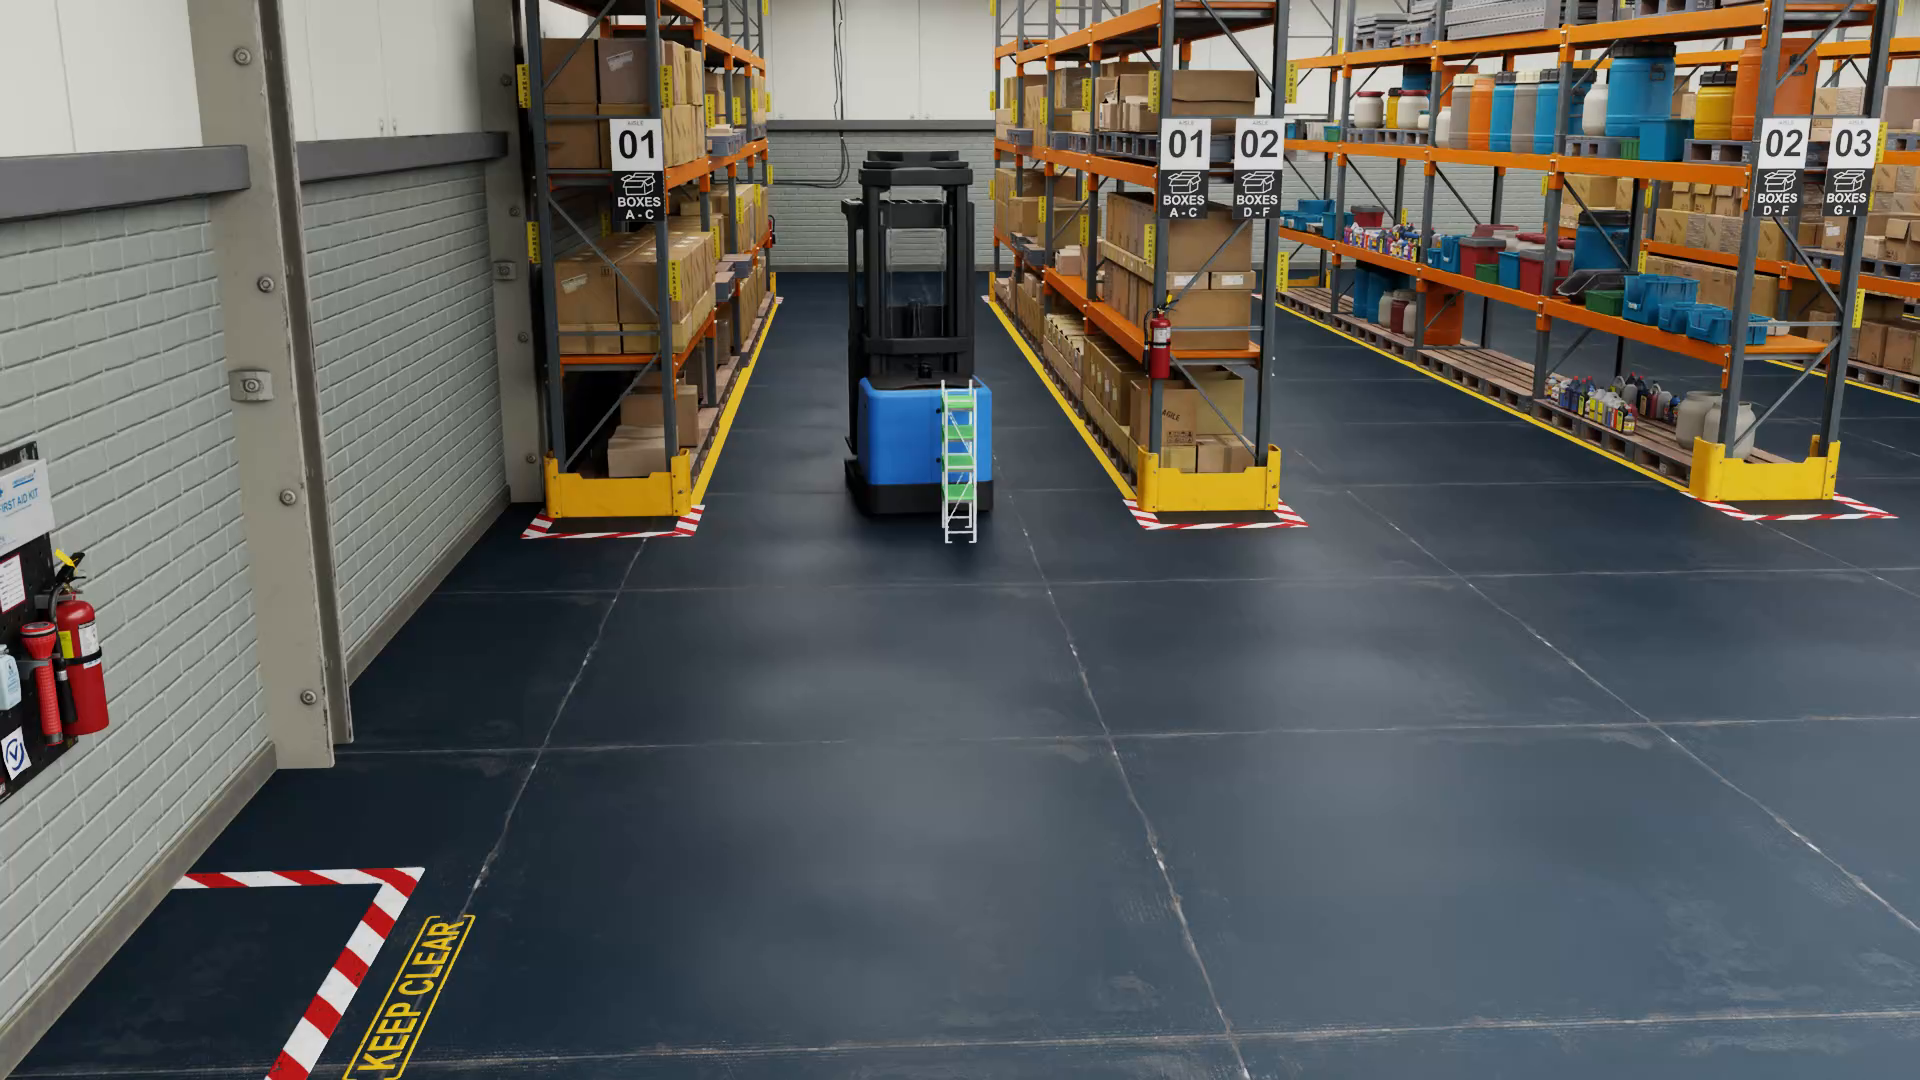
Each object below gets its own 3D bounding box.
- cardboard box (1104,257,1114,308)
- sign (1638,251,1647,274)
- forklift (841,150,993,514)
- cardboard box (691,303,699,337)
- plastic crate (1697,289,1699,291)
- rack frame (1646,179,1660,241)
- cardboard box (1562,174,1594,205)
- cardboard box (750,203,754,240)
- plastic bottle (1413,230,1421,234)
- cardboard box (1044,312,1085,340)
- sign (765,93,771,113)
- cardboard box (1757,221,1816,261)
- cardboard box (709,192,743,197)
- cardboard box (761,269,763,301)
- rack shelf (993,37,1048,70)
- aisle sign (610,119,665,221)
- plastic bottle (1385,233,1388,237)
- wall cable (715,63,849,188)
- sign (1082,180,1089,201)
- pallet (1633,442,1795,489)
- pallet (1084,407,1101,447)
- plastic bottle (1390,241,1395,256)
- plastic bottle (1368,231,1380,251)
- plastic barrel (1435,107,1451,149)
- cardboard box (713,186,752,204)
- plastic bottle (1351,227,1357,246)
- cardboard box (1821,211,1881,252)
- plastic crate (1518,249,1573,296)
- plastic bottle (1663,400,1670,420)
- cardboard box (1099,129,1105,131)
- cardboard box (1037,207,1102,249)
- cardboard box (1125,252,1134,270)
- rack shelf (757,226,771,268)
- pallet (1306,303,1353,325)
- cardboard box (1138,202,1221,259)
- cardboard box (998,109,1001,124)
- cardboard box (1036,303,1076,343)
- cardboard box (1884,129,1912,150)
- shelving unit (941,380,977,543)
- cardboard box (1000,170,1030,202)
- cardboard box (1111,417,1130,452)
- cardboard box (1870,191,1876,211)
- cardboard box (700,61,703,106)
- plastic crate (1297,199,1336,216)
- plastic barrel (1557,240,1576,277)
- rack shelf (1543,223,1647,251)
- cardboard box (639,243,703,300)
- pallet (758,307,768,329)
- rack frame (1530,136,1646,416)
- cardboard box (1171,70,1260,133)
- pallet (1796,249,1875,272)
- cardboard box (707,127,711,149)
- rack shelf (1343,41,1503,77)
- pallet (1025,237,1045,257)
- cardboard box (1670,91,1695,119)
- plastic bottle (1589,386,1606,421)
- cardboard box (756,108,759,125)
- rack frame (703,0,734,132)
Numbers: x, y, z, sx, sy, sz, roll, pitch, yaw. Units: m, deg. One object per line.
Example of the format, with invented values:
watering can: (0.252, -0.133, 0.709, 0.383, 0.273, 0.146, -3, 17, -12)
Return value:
cardboard box: (1.885, -2.678, 17.214, 0.700, 0.500, 0.500, -1, 14, -5)
sign: (7.345, -2.955, 17.937, 0.100, 0.325, 0.005, -1, 14, -3)
forklift: (-0.456, -1.951, 14.727, 1.130, 2.935, 3.031, -2, 15, -8)
cardboard box: (-2.631, -1.987, 14.989, 0.500, 0.250, 0.500, -1, 14, -4)
plastic crate: (7.134, -2.472, 16.914, 0.499, 0.251, 0.616, -1, 14, -3)
rack frame: (11.243, -4.881, 25.979, 1.000, 3.000, 0.127, -1, 14, -3)
cardboard box: (10.786, -6.063, 28.770, 0.500, 0.500, 0.500, -1, 14, -5)
cardboard box: (-3.267, -4.617, 24.112, 0.500, 0.500, 0.500, -1, 14, -3)
plastic bottle: (6.708, -4.402, 24.365, 0.152, 0.276, 0.135, -1, 14, -3)
cardboard box: (1.342, -2.743, 21.218, 0.500, 0.311, 0.500, 0, 14, -2)
sign: (-3.294, -7.495, 28.499, 0.100, 0.325, 0.005, -1, 14, -3)
cardboard box: (11.213, -4.054, 22.562, 0.500, 0.500, 0.500, 0, 14, -2)
cardboard box: (-3.146, -4.473, 22.049, 0.500, 0.250, 0.500, -1, 14, -4)
cardboard box: (-3.631, -4.218, 27.573, 0.700, 0.500, 0.500, -1, 14, -5)
rack shelf: (1.231, -7.782, 26.664, 1.077, 0.370, 4.000, -1, 14, -3)
aisle sign: (-2.541, -2.913, 13.113, 0.394, 0.787, 0.004, -1, 14, -3)
plastic bottle: (6.066, -4.212, 23.611, 0.061, 0.283, 0.133, -1, 14, -3)
wall cable: (-3.830, -8.461, 34.082, 3.097, 2.526, 0.112, -1, 14, -3)
sign: (1.909, -5.300, 25.281, 0.100, 0.325, 0.005, -1, 14, -3)
pallet: (6.946, -0.690, 15.286, 1.003, 0.211, 1.213, -1, 14, -3)
pallet: (1.858, -1.191, 17.232, 1.003, 0.211, 1.213, -1, 14, -3)
plastic bottle: (6.051, -4.064, 23.200, 0.097, 0.201, 0.097, 0, 14, 0)
plastic bottle: (6.019, -4.336, 24.108, 0.152, 0.276, 0.135, -1, 14, -3)
plastic barrel: (6.260, -5.235, 21.109, 0.421, 0.512, 0.421, 0, 14, 0)
cardboard box: (-3.283, -4.978, 24.011, 0.500, 0.250, 0.500, -1, 14, -2)
plastic bottle: (5.936, -4.559, 24.984, 0.097, 0.271, 0.097, 0, 14, 0)
cardboard box: (11.564, -4.005, 21.528, 0.500, 0.500, 0.500, -3, 15, -10)
plastic crate: (6.459, -2.962, 18.391, 0.402, 0.464, 0.583, -1, 14, -3)
plastic bottle: (7.195, -1.320, 16.870, 0.097, 0.201, 0.097, 0, 14, 0)
cardboard box: (1.785, -4.613, 18.375, 0.500, 0.250, 0.500, -2, 15, -9)
cardboard box: (1.451, -4.141, 22.059, 0.700, 0.500, 0.500, -6, 16, -22)
cardboard box: (1.774, -2.647, 15.794, 0.380, 0.149, 0.250, -1, 14, -4)
rack shelf: (-3.713, -4.801, 27.110, 1.077, 0.370, 4.000, -1, 14, -3)
pallet: (6.215, -3.637, 26.738, 1.003, 0.211, 1.213, -1, 14, -3)
cardboard box: (2.009, -2.807, 15.113, 0.700, 0.500, 0.500, -1, 14, -3)
cardboard box: (0.903, -7.090, 27.841, 0.500, 0.250, 0.500, -1, 14, -3)
cardboard box: (1.311, -2.966, 22.668, 0.500, 0.500, 0.500, 0, 14, -1)
cardboard box: (11.338, -4.891, 20.295, 0.500, 0.250, 0.500, -1, 14, -2)
shelving unit: (-0.010, -0.622, 13.037, 0.258, 1.200, 0.503, -1, 14, -3)
cardboard box: (0.938, -5.888, 27.684, 0.500, 0.500, 0.500, -1, 14, -3)
cardboard box: (1.695, -0.994, 15.546, 0.500, 0.250, 0.500, -1, 14, -3)
cardboard box: (15.780, -5.750, 28.555, 0.500, 0.500, 0.500, -1, 14, -3)
cardboard box: (-2.791, -4.537, 16.373, 0.500, 0.500, 0.500, -2, 15, -8)
plastic crate: (6.259, -5.766, 29.224, 0.616, 0.435, 0.499, -1, 14, -3)
plastic barrel: (6.954, -3.123, 18.870, 0.433, 0.535, 0.433, 0, 14, 0)
rack shelf: (11.119, -5.030, 28.002, 1.077, 0.370, 4.000, -1, 14, -3)
cardboard box: (-2.665, -2.471, 15.367, 0.500, 0.500, 0.500, 0, 14, -2)
pallet: (-3.558, -3.492, 26.175, 1.003, 0.211, 1.213, -1, 14, -3)
rack frame: (6.795, -2.815, 17.949, 1.000, 3.000, 0.127, -1, 14, -3)
cardboard box: (2.067, -3.662, 13.888, 0.797, 0.503, 0.637, 0, 14, 0)
pallet: (11.641, -3.618, 21.454, 1.213, 0.211, 1.003, -1, 14, -3)
cardboard box: (-3.353, -4.846, 19.573, 0.797, 0.503, 0.637, 1, 14, 4)
rack shelf: (6.423, -6.671, 23.141, 1.077, 0.370, 4.000, -1, 14, -3)
pallet: (1.478, -4.125, 23.425, 1.003, 0.211, 1.213, -1, 14, -3)
cardboard box: (11.134, -6.828, 26.281, 0.700, 0.500, 0.500, -2, 15, -7)
plastic bottle: (6.469, -1.386, 16.826, 0.144, 0.351, 0.185, -1, 14, -4)
cardboard box: (-3.386, -6.587, 25.845, 0.500, 0.250, 0.500, -1, 14, -5)
rack frame: (-3.341, -6.563, 20.473, 1.000, 3.000, 0.127, -1, 14, -3)
